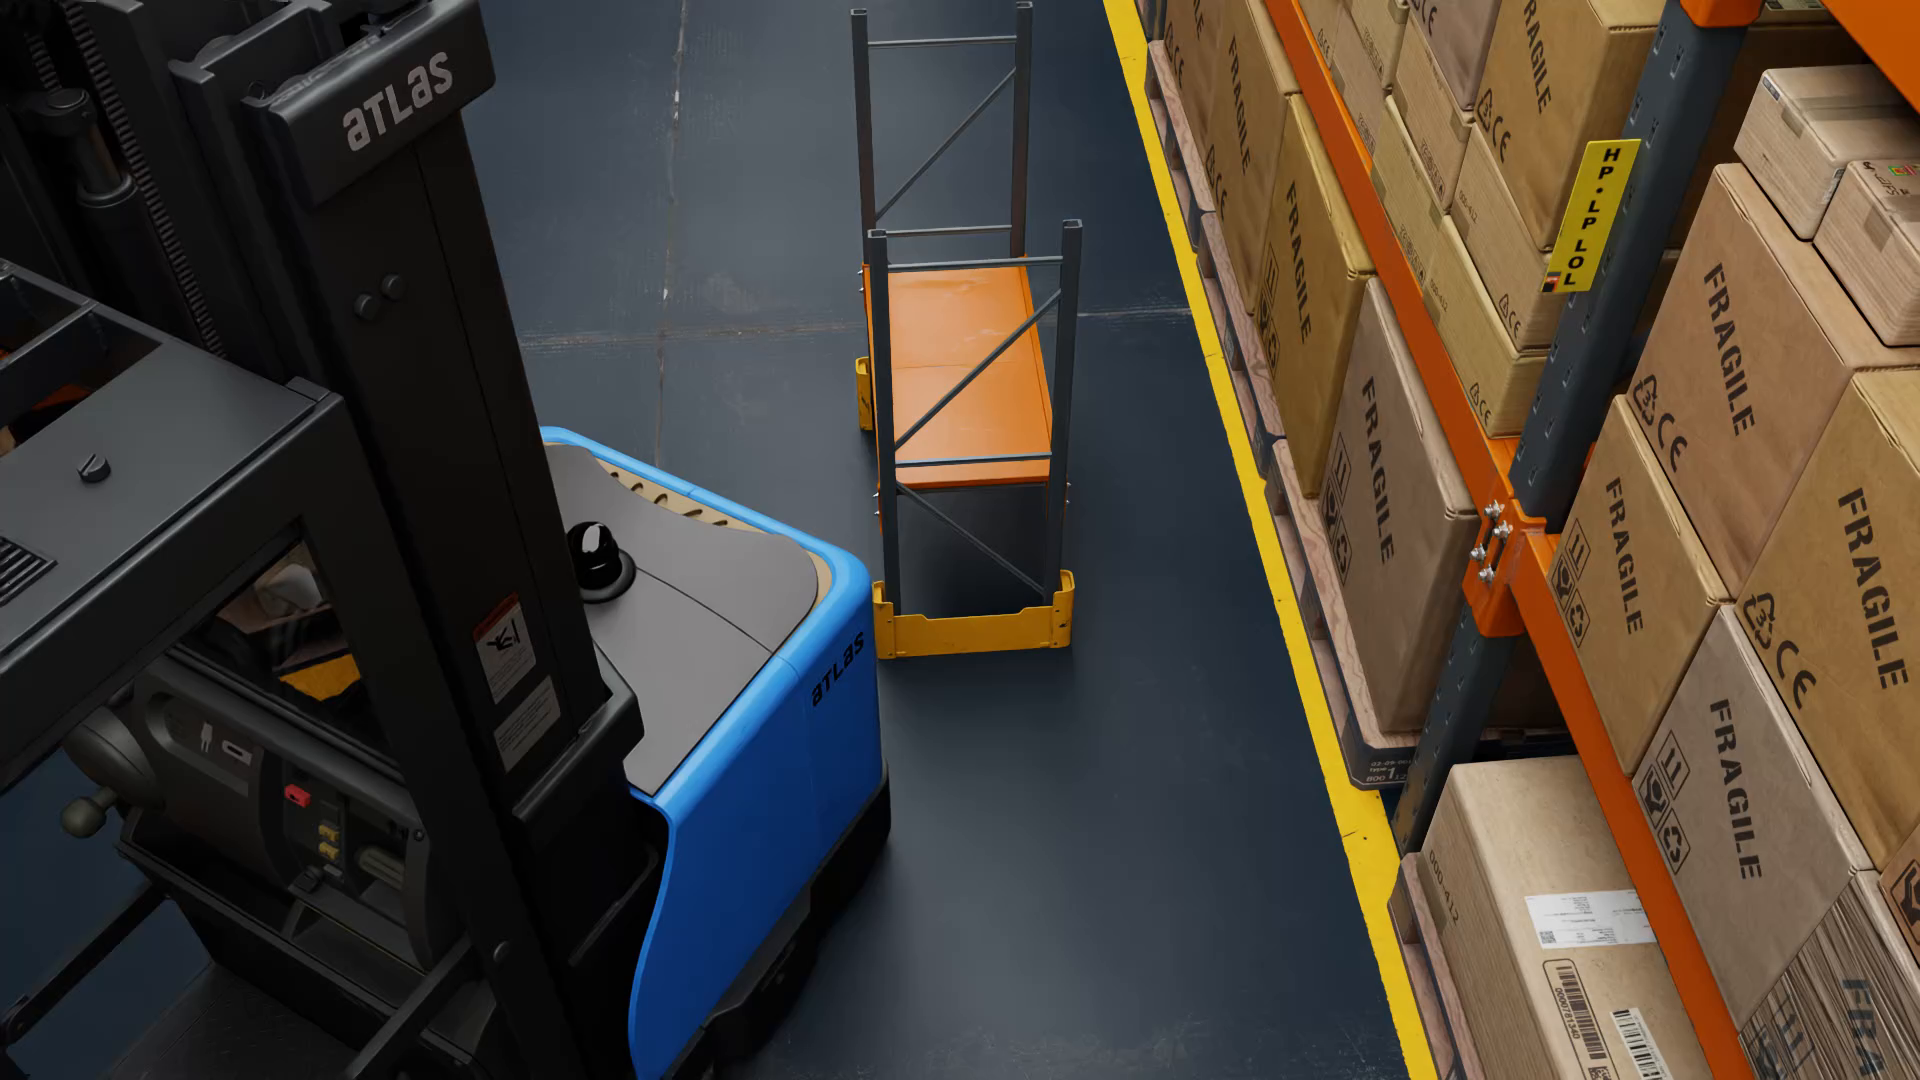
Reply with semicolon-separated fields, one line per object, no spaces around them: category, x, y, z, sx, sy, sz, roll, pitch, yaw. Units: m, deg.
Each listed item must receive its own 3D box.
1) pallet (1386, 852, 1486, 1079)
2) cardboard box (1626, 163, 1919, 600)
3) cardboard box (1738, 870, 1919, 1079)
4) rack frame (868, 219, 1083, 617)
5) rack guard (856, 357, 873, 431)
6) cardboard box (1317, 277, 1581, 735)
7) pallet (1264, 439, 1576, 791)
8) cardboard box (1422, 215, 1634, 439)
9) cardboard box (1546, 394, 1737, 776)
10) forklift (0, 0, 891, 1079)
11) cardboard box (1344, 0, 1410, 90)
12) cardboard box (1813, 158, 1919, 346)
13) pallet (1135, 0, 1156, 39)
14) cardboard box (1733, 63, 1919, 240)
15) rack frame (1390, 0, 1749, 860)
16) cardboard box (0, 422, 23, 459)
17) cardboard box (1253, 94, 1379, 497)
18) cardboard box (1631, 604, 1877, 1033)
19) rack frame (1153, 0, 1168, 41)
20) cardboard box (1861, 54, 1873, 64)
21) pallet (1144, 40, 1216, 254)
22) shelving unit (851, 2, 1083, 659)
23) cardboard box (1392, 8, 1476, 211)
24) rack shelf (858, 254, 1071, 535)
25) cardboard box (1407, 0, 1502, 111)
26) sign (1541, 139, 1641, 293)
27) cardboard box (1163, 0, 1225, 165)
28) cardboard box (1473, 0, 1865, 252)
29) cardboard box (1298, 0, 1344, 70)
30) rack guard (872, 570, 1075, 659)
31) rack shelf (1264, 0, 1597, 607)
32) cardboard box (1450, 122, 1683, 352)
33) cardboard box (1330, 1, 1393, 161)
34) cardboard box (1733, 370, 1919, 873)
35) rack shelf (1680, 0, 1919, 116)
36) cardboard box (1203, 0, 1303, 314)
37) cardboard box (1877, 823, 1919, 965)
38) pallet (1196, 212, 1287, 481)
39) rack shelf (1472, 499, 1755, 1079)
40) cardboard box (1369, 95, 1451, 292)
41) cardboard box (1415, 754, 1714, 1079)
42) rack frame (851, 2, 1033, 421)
pallet;1.659;1.268;3.904;1.003;0.211;1.213;-3;47;-3
cardboard box;1.472;-0.265;2.677;0.500;0.500;0.500;-3;47;-3
cardboard box;1.525;0.800;2.358;0.500;0.500;0.500;-3;47;-3
rack frame;0.035;-0.210;4.416;0.500;1.500;0.032;-3;47;-3
rack guard;-0.048;-0.501;5.553;0.587;0.250;0.087;-3;47;-3
cardboard box;1.542;-0.104;4.456;0.875;0.875;0.875;-2;47;-2
pallet;1.534;0.159;4.954;1.003;0.211;1.213;-3;47;-3
cardboard box;1.384;-0.504;3.764;0.500;0.250;0.500;-4;47;-4
cardboard box;1.452;0.075;3.044;0.500;0.500;0.500;-2;47;-2
forklift;-1.358;0.530;2.729;1.130;2.935;3.031;23;51;20
cardboard box;1.295;-1.406;4.275;0.500;0.250;0.500;-2;47;-2
cardboard box;1.479;-0.419;2.376;0.380;0.149;0.250;-3;47;-3
pallet;1.274;-2.747;7.706;1.003;0.211;1.213;-3;47;-3
cardboard box;1.441;-0.603;2.551;0.380;0.149;0.250;-4;47;-4
rack frame;1.673;-0.246;3.417;1.000;3.000;0.127;-3;47;-3
cardboard box;-3.181;-0.336;4.935;0.500;0.500;0.500;-5;47;-4
cardboard box;1.458;-0.757;5.075;0.875;0.875;0.875;-2;47;-2
cardboard box;1.490;0.439;2.699;0.500;0.500;0.500;-3;47;-3
rack frame;1.338;-3.140;6.158;1.000;3.000;0.127;-3;47;-3
cardboard box;1.923;-0.960;3.336;0.500;0.500;0.500;-3;47;-3
pallet;1.329;-1.606;6.626;1.003;0.211;1.213;-3;47;-3
shelving unit;-0.006;-0.571;4.758;0.587;1.500;1.083;-3;47;-3
cardboard box;1.345;-1.032;3.920;0.500;0.250;0.500;-2;47;-2
rack shelf;-0.007;-0.454;4.895;0.538;0.185;1.000;-3;47;-3
cardboard box;1.335;-1.306;3.664;0.500;0.500;0.500;-3;47;-3
sign;1.133;-0.577;2.988;0.100;0.325;0.005;-3;47;-3
cardboard box;1.313;-2.049;6.299;0.875;0.875;0.875;-4;47;-4
cardboard box;1.386;-0.932;3.309;0.500;0.500;0.500;-2;47;-2
cardboard box;1.272;-1.612;4.814;0.500;0.250;0.500;-3;47;-3
rack guard;0.035;0.219;4.870;0.587;0.250;0.087;-3;47;-3
rack shelf;1.506;-1.446;5.049;1.077;0.370;4.000;-3;47;-3
cardboard box;1.394;-0.671;3.578;0.500;0.250;0.500;-4;47;-3
cardboard box;1.320;-1.238;4.460;0.500;0.250;0.500;-5;47;-4
cardboard box;1.508;0.101;2.331;0.500;0.500;0.500;-4;47;-4
rack shelf;1.841;0.417;1.219;1.077;0.370;4.000;-3;47;-3
cardboard box;1.384;-1.403;5.687;0.875;0.875;0.875;-3;47;-3
cardboard box;1.539;0.472;1.979;0.500;0.500;0.500;-3;47;-3
pallet;1.428;-0.726;5.792;1.003;0.211;1.213;-3;47;-3
rack shelf;1.841;1.448;2.308;1.077;0.370;4.000;-3;47;-3
cardboard box;1.343;-0.872;4.113;0.500;0.250;0.500;-4;47;-4
cardboard box;1.619;0.951;3.758;0.875;0.438;0.875;-4;47;-4
rack frame;-0.050;-0.945;5.112;0.500;1.500;0.032;-3;47;-3
